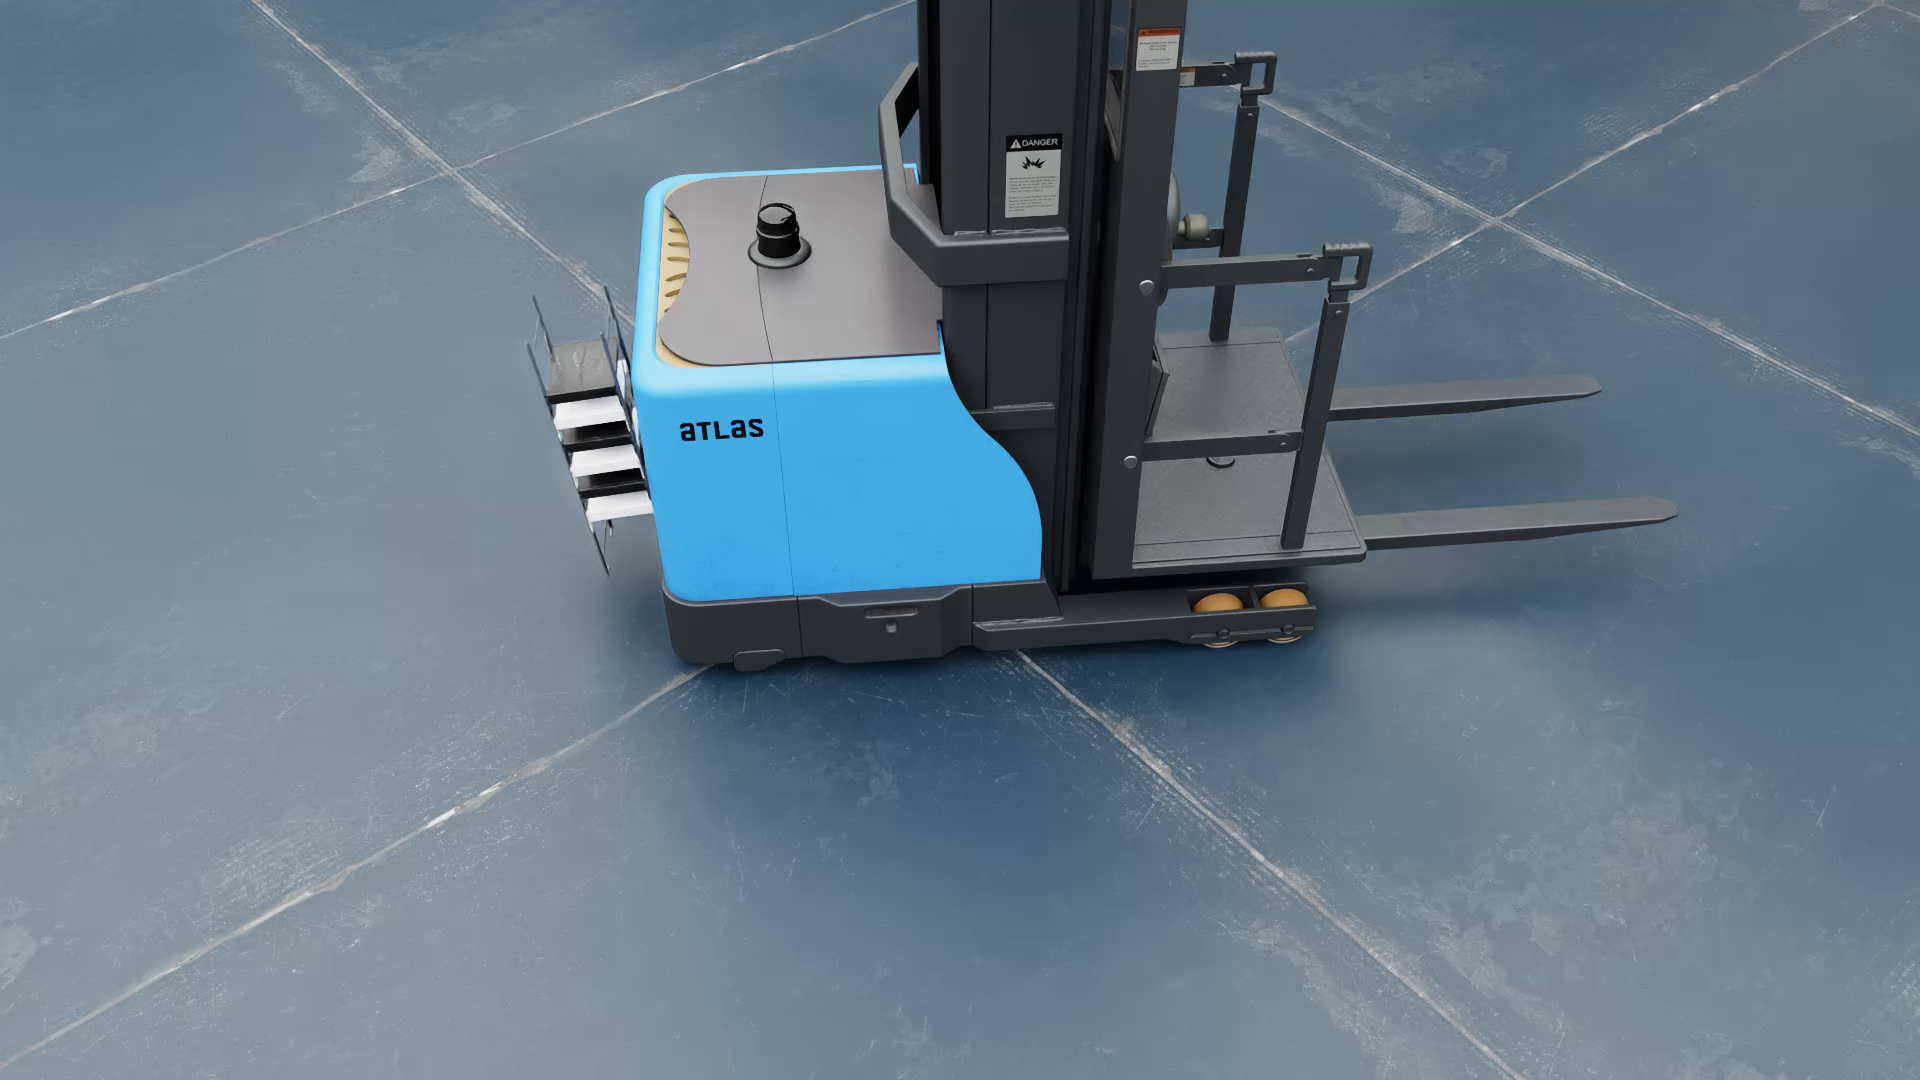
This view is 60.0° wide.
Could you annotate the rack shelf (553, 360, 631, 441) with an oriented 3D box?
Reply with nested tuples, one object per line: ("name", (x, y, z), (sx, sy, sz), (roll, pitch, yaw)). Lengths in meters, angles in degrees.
("rack shelf", (-1.057, -0.408, 4.802), (0.200, 0.077, 0.258), (-8, 44, 0))

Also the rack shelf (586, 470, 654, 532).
("rack shelf", (-1.021, -0.150, 5.050), (0.200, 0.077, 0.258), (-8, 44, 0))

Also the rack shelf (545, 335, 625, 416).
("rack shelf", (-1.066, -0.473, 4.740), (0.200, 0.077, 0.258), (-8, 44, 0))

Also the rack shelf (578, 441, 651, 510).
("rack shelf", (-1.030, -0.214, 4.988), (0.200, 0.077, 0.258), (-8, 44, 0))

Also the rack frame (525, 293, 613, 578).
("rack frame", (-1.143, -0.288, 4.902), (0.006, 0.900, 0.240), (-8, 44, 0))

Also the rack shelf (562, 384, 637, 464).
("rack shelf", (-1.048, -0.344, 4.864), (0.200, 0.077, 0.258), (-8, 44, 0))

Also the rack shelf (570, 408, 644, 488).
("rack shelf", (-1.039, -0.279, 4.926), (0.200, 0.077, 0.258), (-8, 44, 0))

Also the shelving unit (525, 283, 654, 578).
("shelving unit", (-1.042, -0.303, 4.903), (0.210, 0.900, 0.258), (-8, 44, 0))

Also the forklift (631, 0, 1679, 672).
("forklift", (0.628, -1.110, 4.291), (3.031, 2.935, 1.130), (-4, 43, -4))

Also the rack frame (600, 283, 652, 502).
("rack frame", (-0.941, -0.317, 4.903), (0.006, 0.900, 0.240), (-8, 44, 0))
